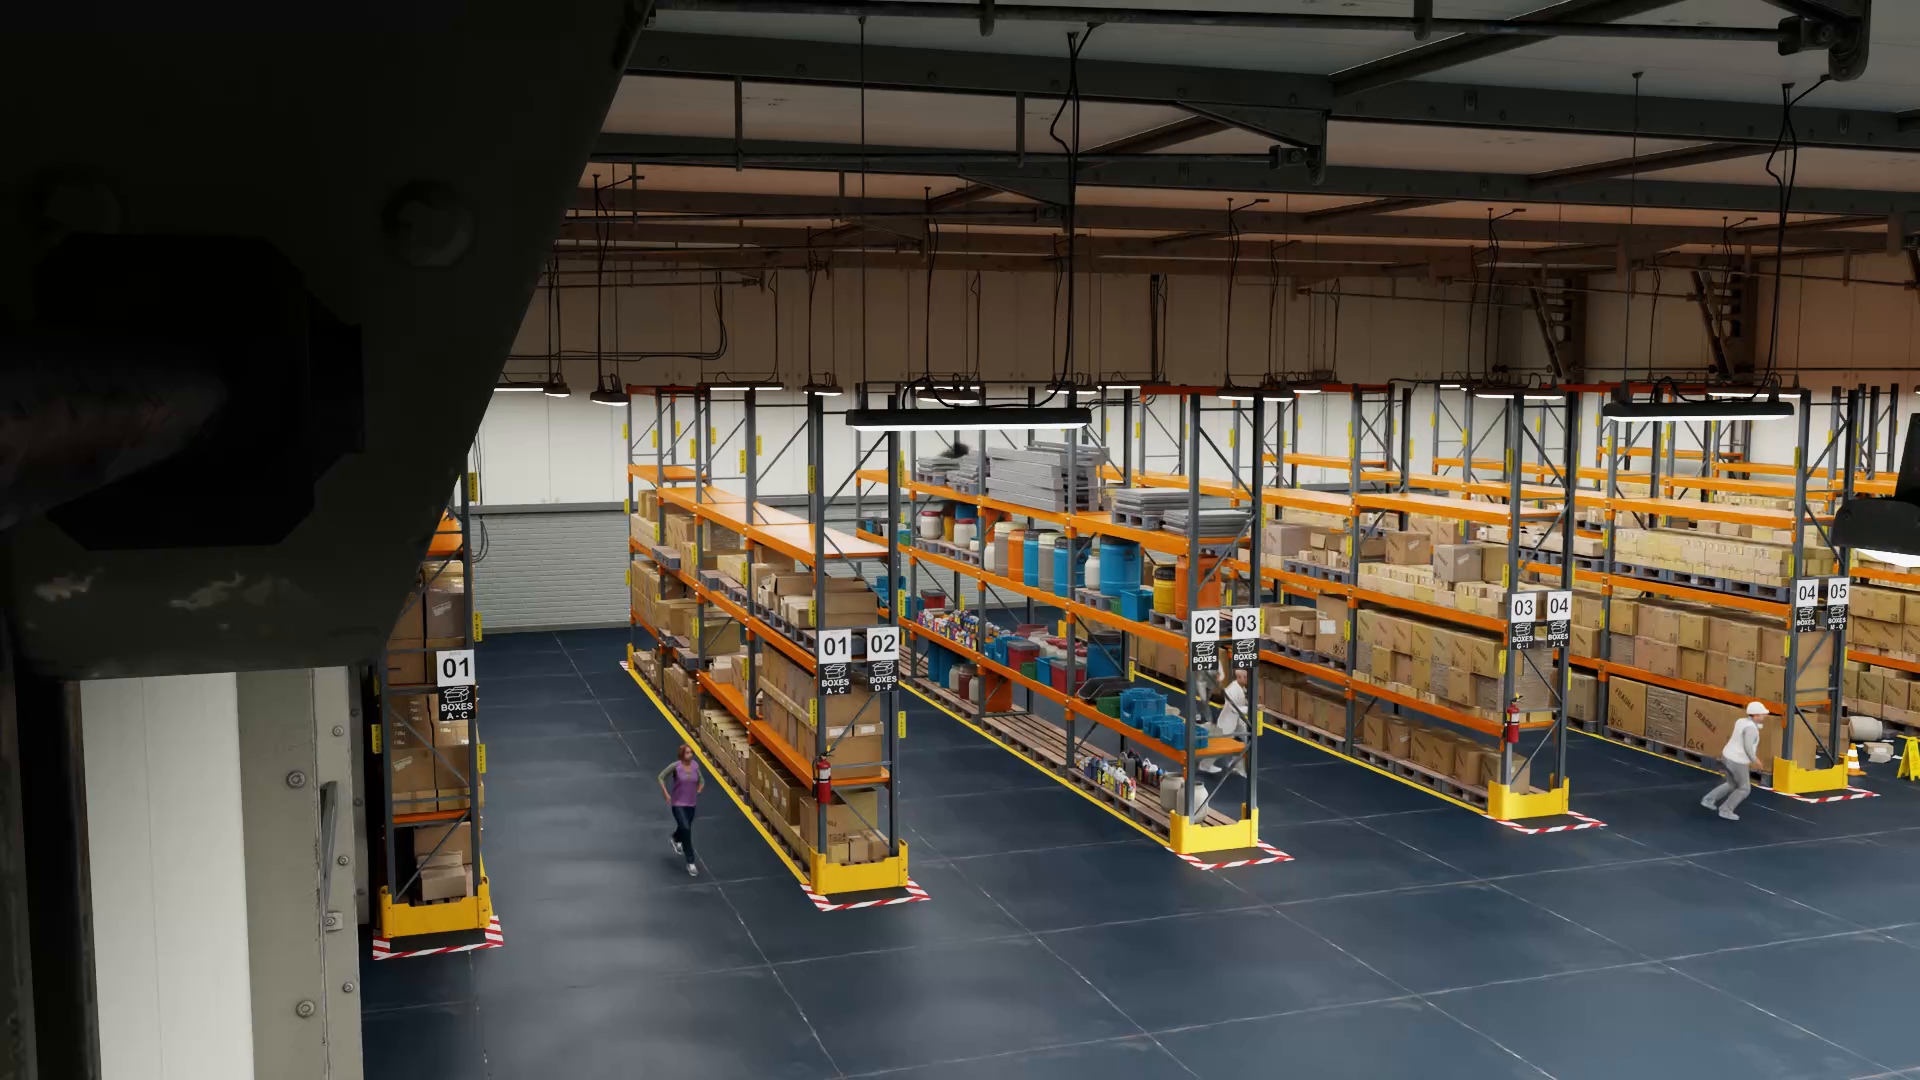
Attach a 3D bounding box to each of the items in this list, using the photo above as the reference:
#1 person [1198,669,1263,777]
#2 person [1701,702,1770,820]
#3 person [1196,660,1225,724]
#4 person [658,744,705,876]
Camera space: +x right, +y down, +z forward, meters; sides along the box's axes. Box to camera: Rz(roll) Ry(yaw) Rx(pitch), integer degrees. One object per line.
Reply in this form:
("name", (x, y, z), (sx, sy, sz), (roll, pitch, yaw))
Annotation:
("person", (4.206, 2.827, 25.703), (1.058, 1.738, 0.705), (4, 7, 34))
("person", (10.868, 3.092, 23.295), (0.793, 1.703, 0.621), (1, 6, 12))
("person", (4.358, 2.578, 29.355), (0.551, 1.423, 0.999), (0, 6, -2))
("person", (-3.524, 3.360, 21.075), (0.563, 1.611, 0.891), (-4, 7, -36))
